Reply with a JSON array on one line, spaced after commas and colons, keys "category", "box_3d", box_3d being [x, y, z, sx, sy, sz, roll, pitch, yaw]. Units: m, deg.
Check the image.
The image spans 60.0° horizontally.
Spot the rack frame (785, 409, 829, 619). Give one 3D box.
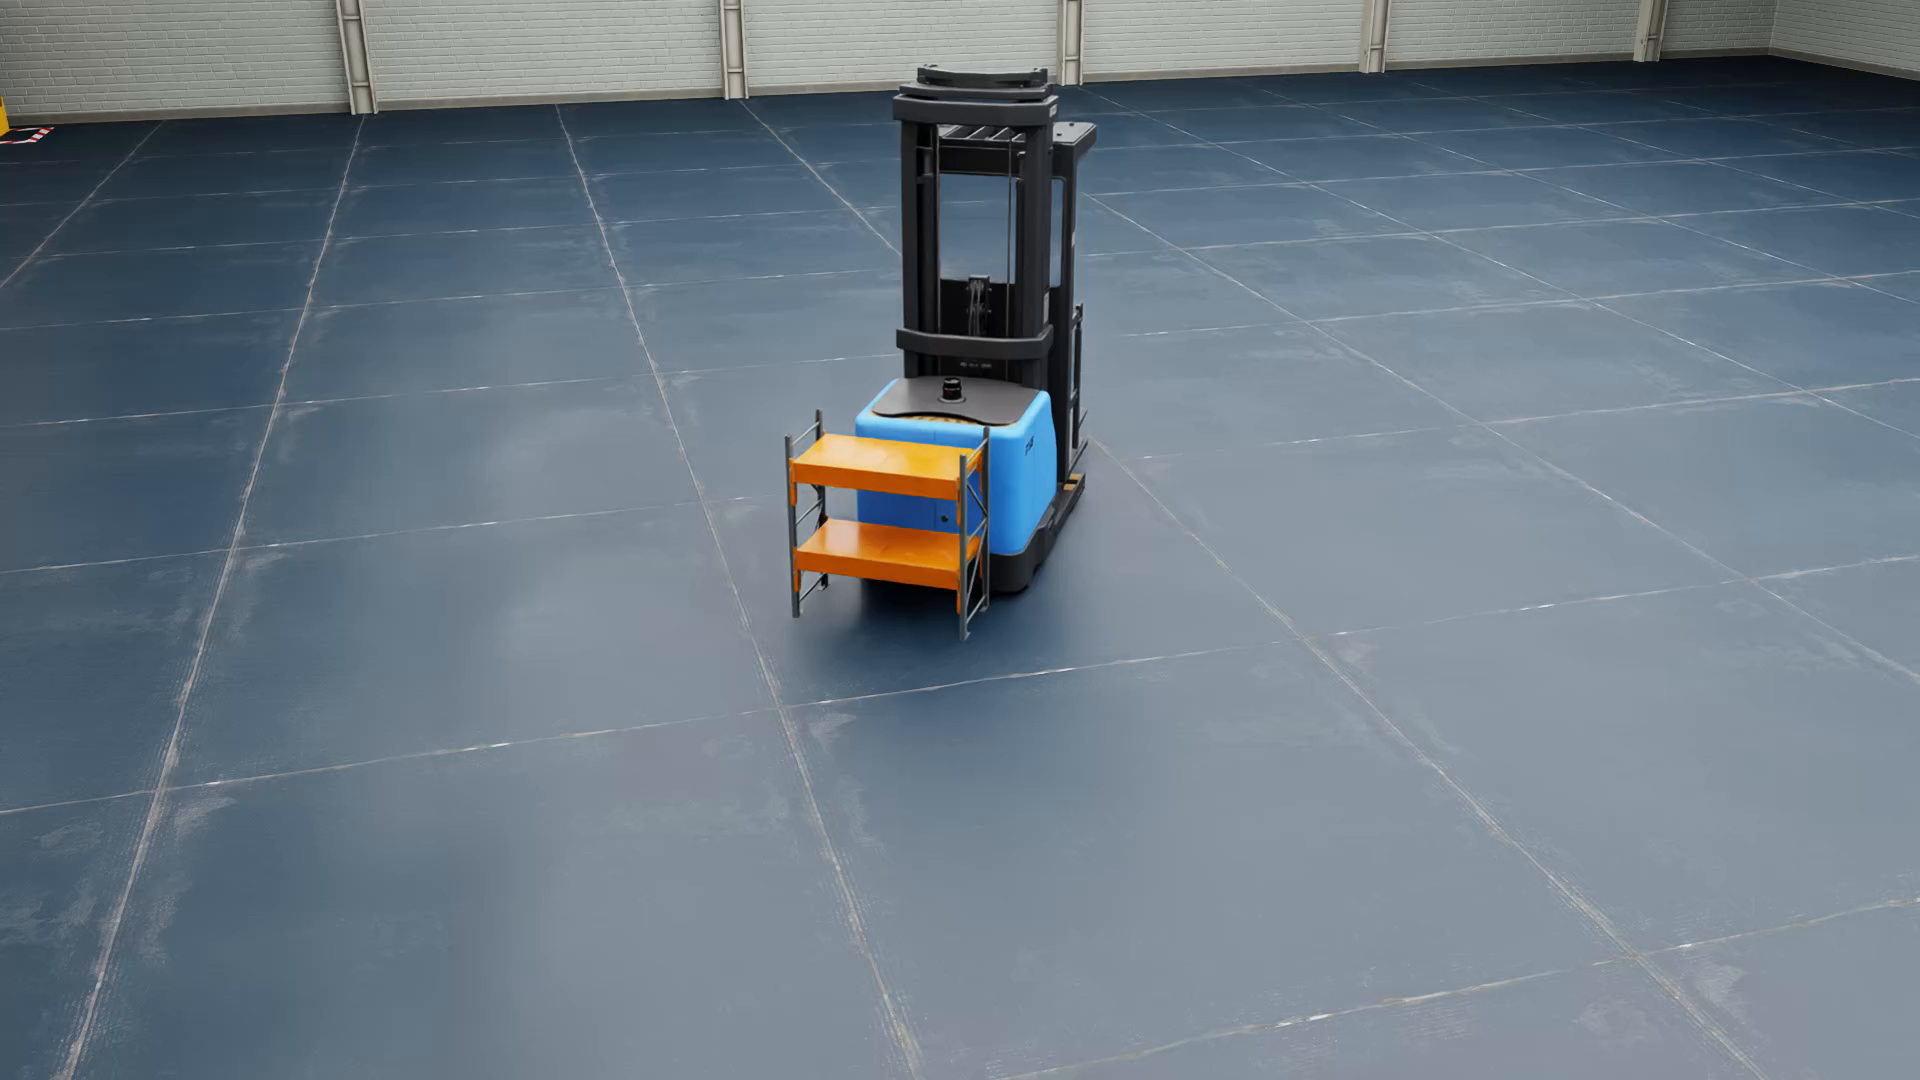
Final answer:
[{"category": "rack frame", "box_3d": [-0.888, -0.153, 9.679, 0.032, 1.125, 0.500, 7, 24, 16]}]

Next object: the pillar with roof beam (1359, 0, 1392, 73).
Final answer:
[{"category": "pillar with roof beam", "box_3d": [8.899, -11.312, 25.700, 0.400, 9.000, 9.100, -6, 24, -14]}]

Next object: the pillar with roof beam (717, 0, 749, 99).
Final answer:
[{"category": "pillar with roof beam", "box_3d": [-2.655, -10.034, 22.722, 0.400, 9.000, 9.100, -6, 24, -14]}]

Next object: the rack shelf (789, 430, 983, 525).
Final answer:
[{"category": "rack shelf", "box_3d": [-0.402, -0.363, 9.427, 1.000, 0.278, 0.538, 7, 24, 16]}]

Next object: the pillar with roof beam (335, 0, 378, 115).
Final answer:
[{"category": "pillar with roof beam", "box_3d": [-8.432, -9.394, 21.232, 0.400, 9.000, 9.100, -6, 24, -14]}]

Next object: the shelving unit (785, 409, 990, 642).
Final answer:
[{"category": "shelving unit", "box_3d": [-0.402, -0.094, 9.542, 1.048, 1.125, 0.538, 7, 24, 16]}]

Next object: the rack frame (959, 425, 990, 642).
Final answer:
[{"category": "rack frame", "box_3d": [0.084, -0.035, 9.405, 0.032, 1.125, 0.500, 7, 24, 16]}]

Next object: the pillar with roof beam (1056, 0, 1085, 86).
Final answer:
[{"category": "pillar with roof beam", "box_3d": [3.122, -10.673, 24.211, 0.400, 9.000, 9.100, -6, 24, -14]}]

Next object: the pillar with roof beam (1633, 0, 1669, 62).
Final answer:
[{"category": "pillar with roof beam", "box_3d": [14.676, -11.951, 27.190, 0.400, 9.000, 9.100, -6, 24, -14]}]

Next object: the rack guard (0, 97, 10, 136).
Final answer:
[{"category": "rack guard", "box_3d": [-14.435, -6.219, 24.609, 0.348, 0.500, 1.175, -6, 24, -14]}]

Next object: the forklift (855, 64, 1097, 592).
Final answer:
[{"category": "forklift", "box_3d": [0.238, -1.593, 10.744, 1.130, 2.935, 3.031, 6, 24, 14]}]

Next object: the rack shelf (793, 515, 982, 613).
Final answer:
[{"category": "rack shelf", "box_3d": [-0.402, 0.131, 9.639, 1.000, 0.278, 0.538, 7, 24, 16]}]
